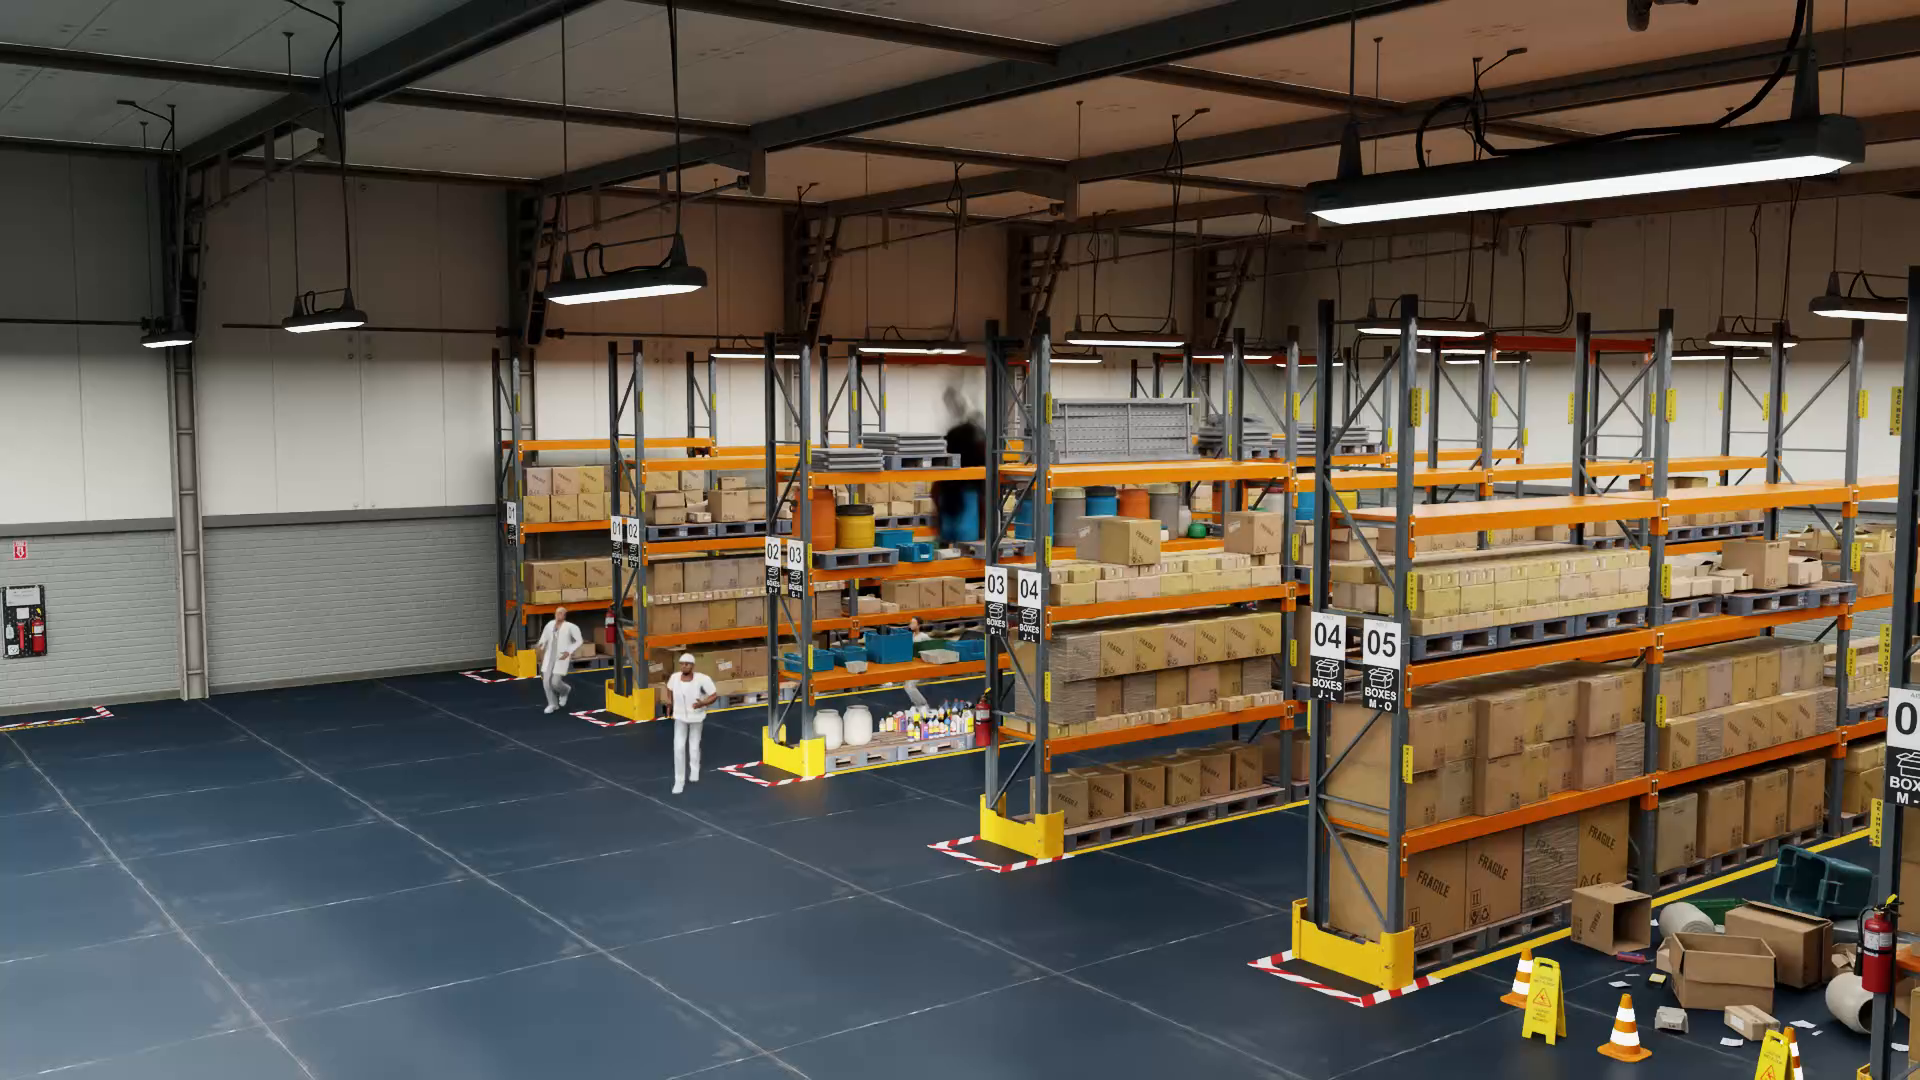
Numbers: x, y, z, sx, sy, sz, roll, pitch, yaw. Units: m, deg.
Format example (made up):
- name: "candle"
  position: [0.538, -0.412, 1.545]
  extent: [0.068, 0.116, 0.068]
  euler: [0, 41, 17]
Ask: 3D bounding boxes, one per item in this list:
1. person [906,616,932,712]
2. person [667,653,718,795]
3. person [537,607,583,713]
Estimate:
- name: "person"
  position: [-0.739, 2.023, 26.339]
  extent: [0.552, 1.630, 0.585]
  euler: [5, 7, 44]
- name: "person"
  position: [-3.523, 2.377, 21.804]
  extent: [0.690, 1.831, 0.785]
  euler: [0, 5, 3]
- name: "person"
  position: [-6.514, 1.940, 27.046]
  extent: [0.737, 1.723, 0.686]
  euler: [2, 5, 20]
